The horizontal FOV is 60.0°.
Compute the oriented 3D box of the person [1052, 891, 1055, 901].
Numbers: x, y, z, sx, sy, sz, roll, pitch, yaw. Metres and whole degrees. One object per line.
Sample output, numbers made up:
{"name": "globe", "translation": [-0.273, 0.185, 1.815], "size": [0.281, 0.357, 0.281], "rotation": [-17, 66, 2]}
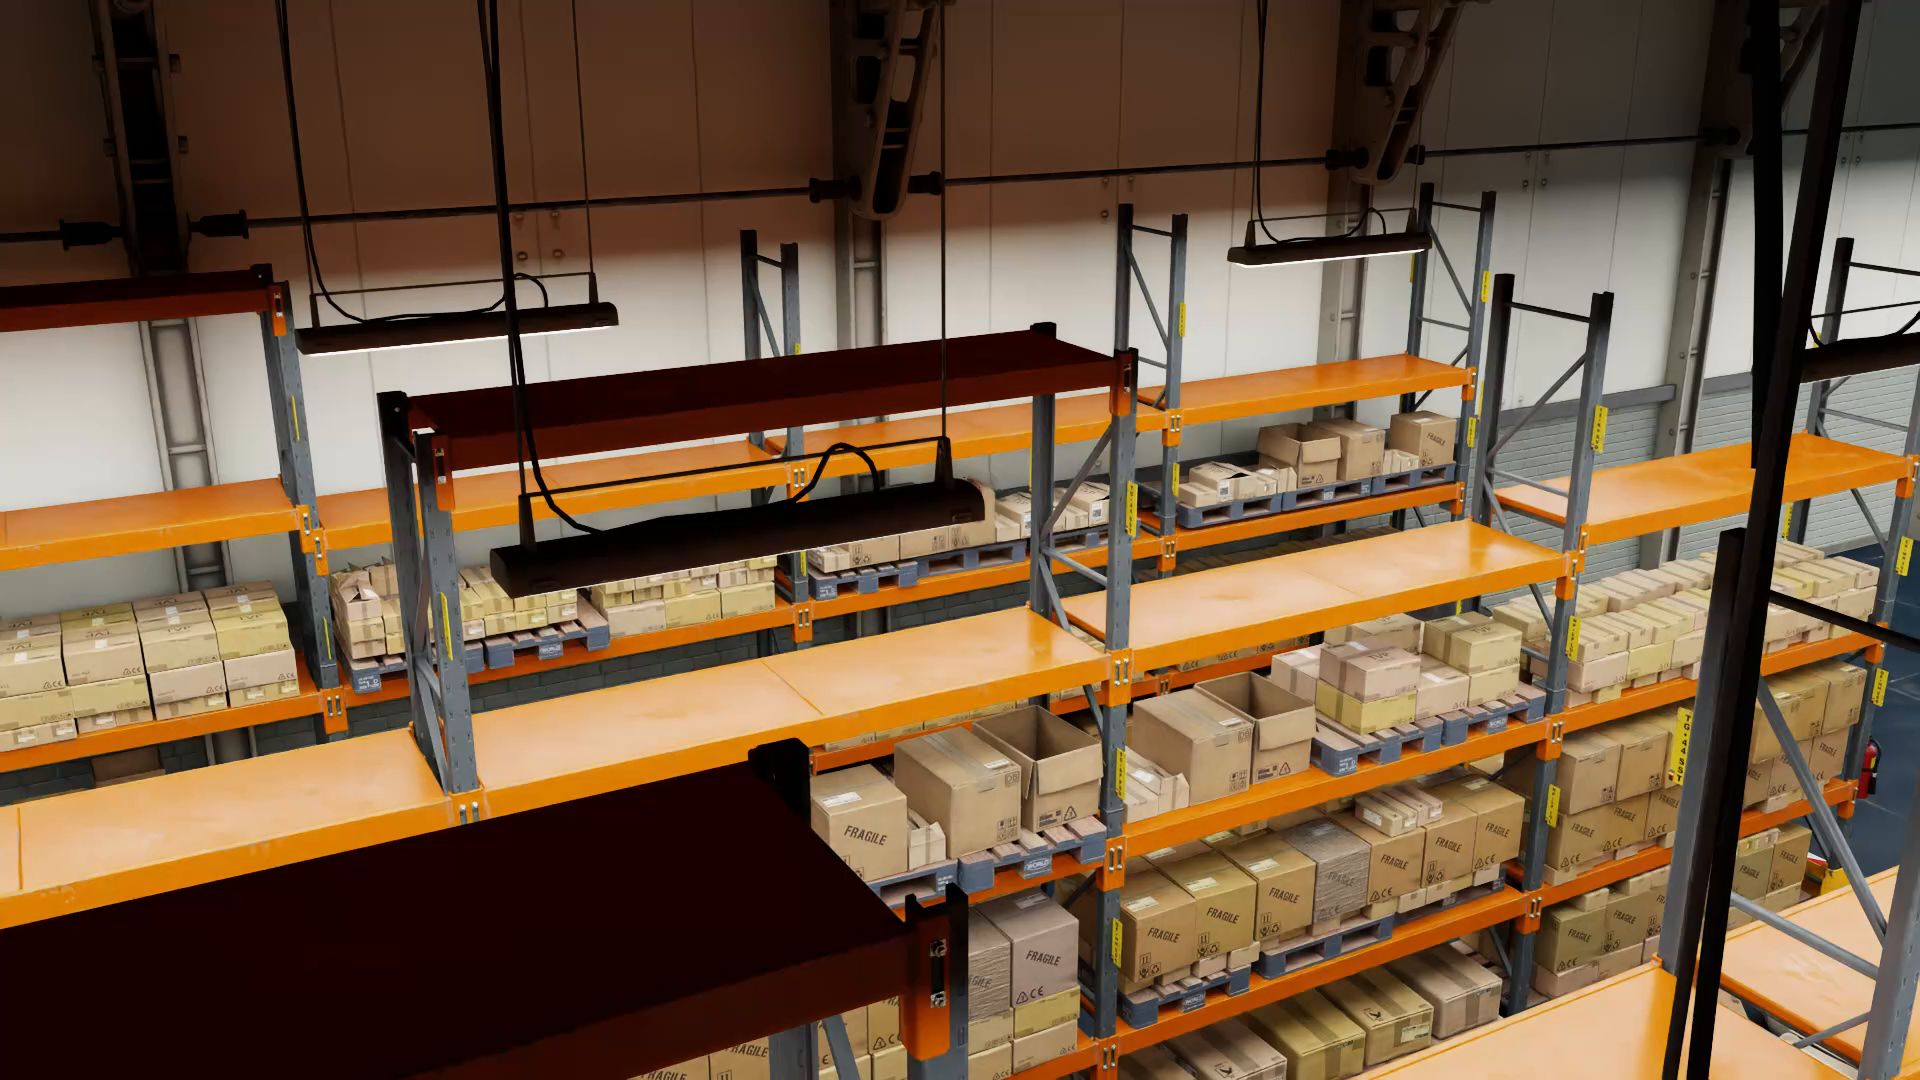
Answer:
{"name": "person", "translation": [0.991, 2.829, 13.760], "size": [0.575, 1.632, 0.565], "rotation": [-9, 20, -25]}
